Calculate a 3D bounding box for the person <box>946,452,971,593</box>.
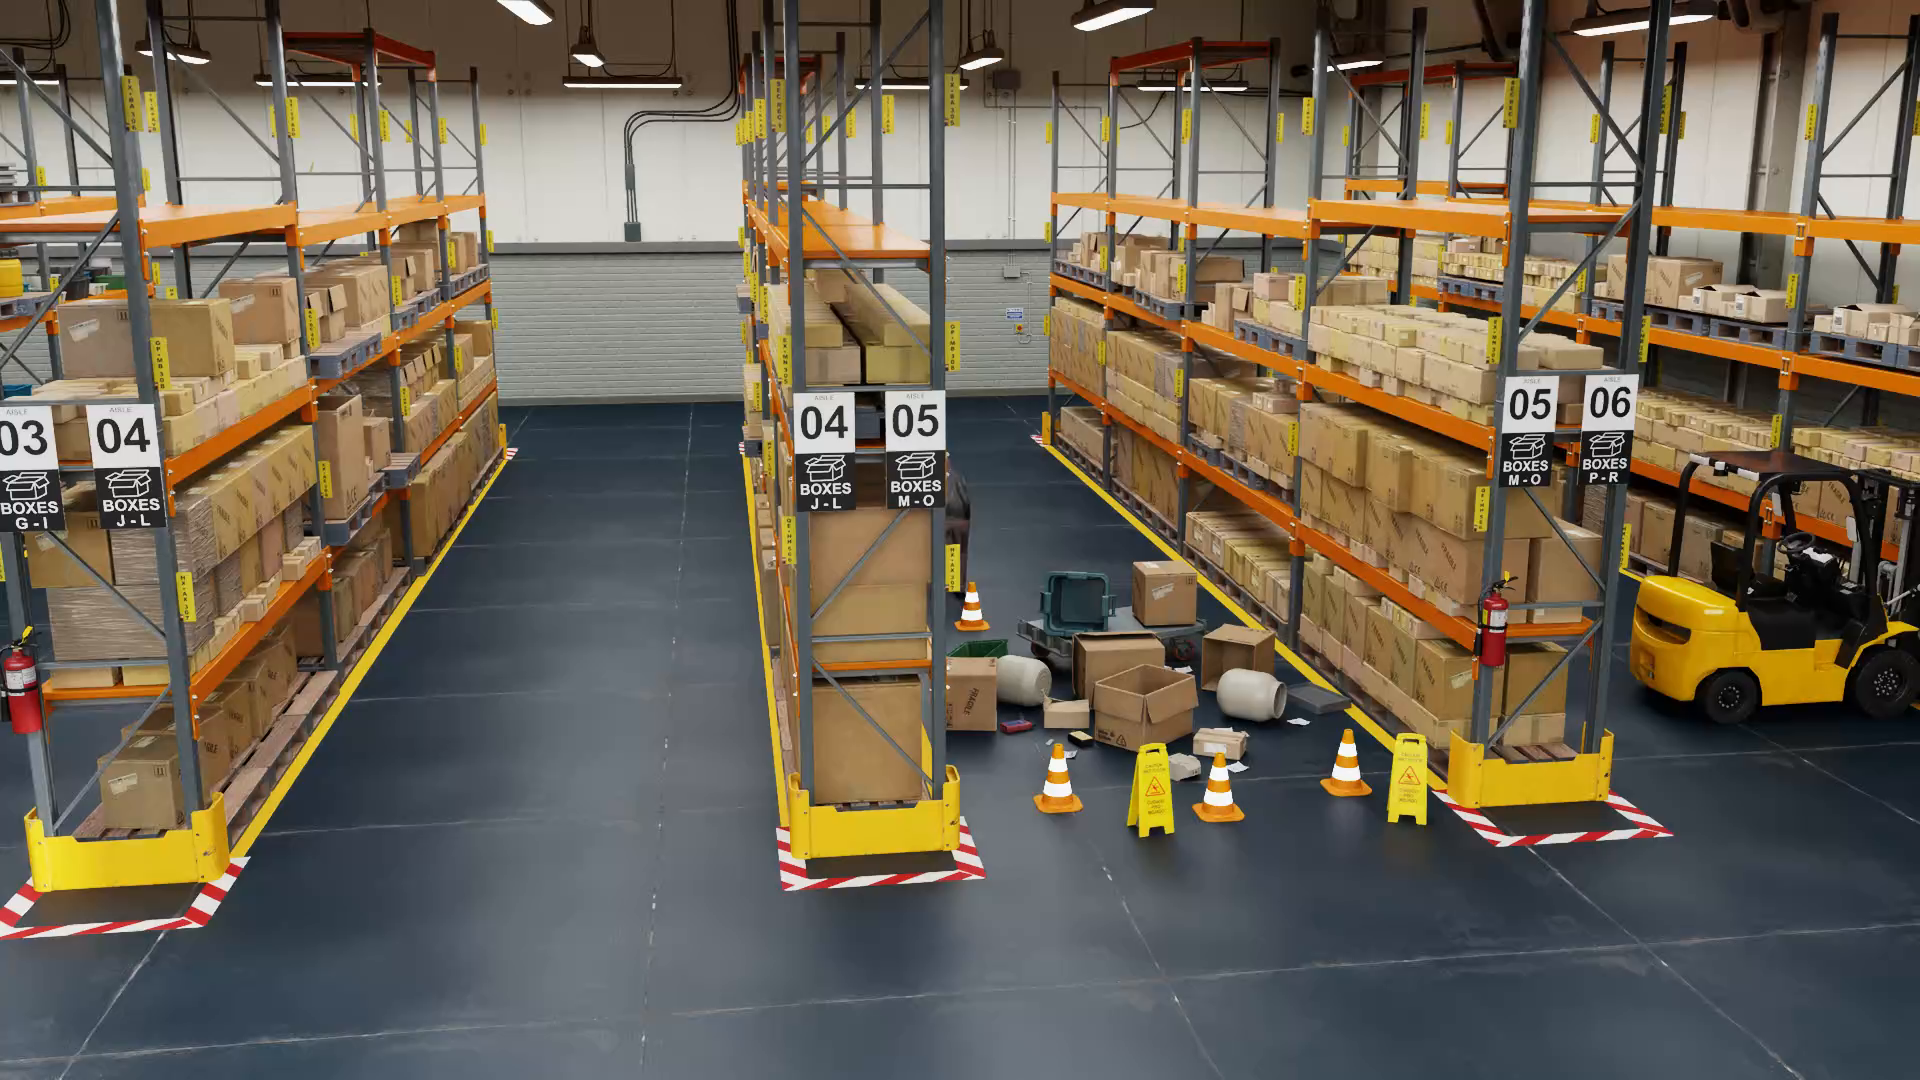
[{"bbox_3d":[-0.147,-0.131,18.143,0.467,1.361,0.741,-2,13,-9],"label":"person"}]
